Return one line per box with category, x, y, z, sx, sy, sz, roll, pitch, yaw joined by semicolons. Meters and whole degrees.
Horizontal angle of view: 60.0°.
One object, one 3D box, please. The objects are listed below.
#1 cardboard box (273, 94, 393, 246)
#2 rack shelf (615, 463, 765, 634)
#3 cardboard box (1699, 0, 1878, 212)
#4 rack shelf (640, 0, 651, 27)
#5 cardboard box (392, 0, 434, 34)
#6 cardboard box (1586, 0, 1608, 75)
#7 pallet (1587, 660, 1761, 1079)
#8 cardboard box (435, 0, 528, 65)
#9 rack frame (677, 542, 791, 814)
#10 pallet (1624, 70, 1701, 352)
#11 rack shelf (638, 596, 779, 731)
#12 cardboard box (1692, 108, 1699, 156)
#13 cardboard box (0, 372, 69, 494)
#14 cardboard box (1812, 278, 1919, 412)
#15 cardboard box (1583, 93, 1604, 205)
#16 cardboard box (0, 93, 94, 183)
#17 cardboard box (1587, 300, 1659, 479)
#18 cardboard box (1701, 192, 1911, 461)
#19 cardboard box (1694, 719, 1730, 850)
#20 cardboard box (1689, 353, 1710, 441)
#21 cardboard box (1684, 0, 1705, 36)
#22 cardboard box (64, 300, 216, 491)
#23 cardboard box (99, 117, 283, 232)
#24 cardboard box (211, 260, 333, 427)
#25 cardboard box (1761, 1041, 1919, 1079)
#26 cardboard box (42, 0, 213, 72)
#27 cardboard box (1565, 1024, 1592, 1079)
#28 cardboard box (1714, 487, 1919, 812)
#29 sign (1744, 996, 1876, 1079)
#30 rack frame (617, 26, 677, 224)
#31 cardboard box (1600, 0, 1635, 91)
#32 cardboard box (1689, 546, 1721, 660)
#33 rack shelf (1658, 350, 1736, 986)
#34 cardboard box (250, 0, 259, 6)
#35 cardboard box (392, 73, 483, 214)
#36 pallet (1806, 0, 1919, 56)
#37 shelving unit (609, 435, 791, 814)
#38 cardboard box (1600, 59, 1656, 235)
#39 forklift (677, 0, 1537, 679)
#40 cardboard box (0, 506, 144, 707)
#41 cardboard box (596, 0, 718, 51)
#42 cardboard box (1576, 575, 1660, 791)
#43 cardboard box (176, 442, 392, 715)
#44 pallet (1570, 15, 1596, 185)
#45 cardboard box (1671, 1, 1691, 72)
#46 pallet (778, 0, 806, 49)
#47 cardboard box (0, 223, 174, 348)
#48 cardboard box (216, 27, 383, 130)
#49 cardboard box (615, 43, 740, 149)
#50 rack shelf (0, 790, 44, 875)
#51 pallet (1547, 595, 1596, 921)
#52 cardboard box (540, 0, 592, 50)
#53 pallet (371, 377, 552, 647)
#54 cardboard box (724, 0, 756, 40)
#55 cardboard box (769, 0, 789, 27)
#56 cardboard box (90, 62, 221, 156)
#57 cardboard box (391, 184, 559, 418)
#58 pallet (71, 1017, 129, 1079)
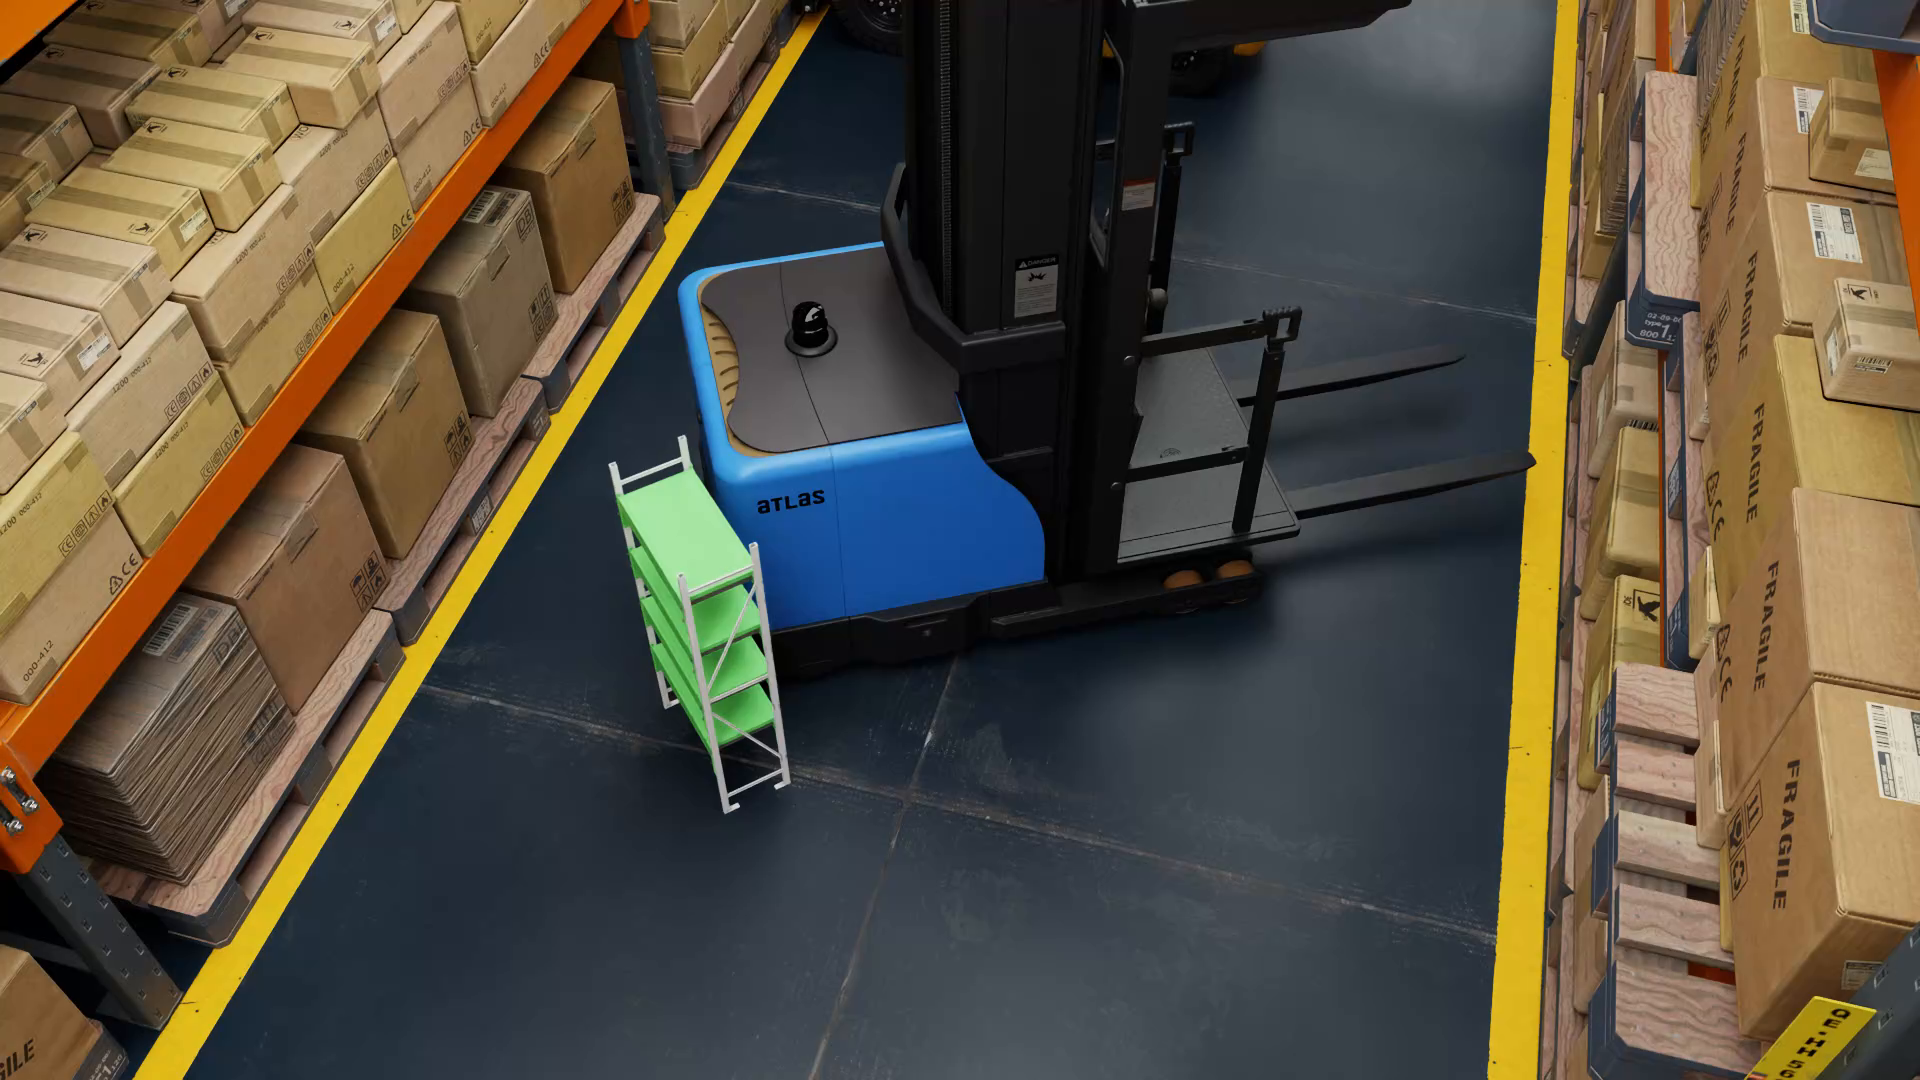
cardboard box;-2.094;-1.169;5.048;0.500;0.250;0.500;12;50;11
rack shelf;-0.794;0.019;4.878;0.258;0.148;0.480;-24;53;-19
cardboard box;2.466;-1.211;4.773;0.500;0.500;0.500;12;50;10
rack shelf;-1.266;-3.771;8.058;1.077;0.370;4.000;12;50;10
cardboard box;-1.904;-1.769;5.311;0.380;0.149;0.250;10;49;9
cardboard box;3.298;-2.414;7.934;0.500;0.250;0.500;15;50;13
pallet;2.030;0.834;3.641;1.213;0.211;1.003;12;50;10
cardboard box;-1.803;-1.899;5.692;0.500;0.250;0.500;10;49;9
rack frame;-0.671;0.453;5.050;0.240;1.200;0.015;-24;53;-19
pallet;2.656;-0.998;5.258;1.003;0.211;1.213;12;50;10
rack shelf;-0.794;0.337;5.238;0.258;0.148;0.480;-24;53;-19
cardboard box;2.547;-1.304;5.288;0.380;0.149;0.250;12;50;11
cardboard box;-2.408;-0.283;4.000;0.380;0.149;0.250;13;50;11
cardboard box;2.103;-0.417;3.639;0.380;0.149;0.250;9;49;8
cardboard box;3.024;-1.683;7.288;0.500;0.250;0.500;10;49;9
cardboard box;-2.740;-1.141;4.757;0.380;0.149;0.250;11;49;9
cardboard box;2.862;-0.475;6.142;0.950;0.372;0.625;12;50;11
cardboard box;2.198;-0.483;4.130;0.500;0.500;0.500;10;49;8
cardboard box;1.828;0.569;3.635;0.380;0.149;0.250;11;50;10
cardboard box;2.177;-0.367;4.461;0.380;0.149;0.250;13;50;11
cardboard box;2.875;-2.088;5.827;0.500;0.500;0.500;10;49;9
cardboard box;-2.359;-0.420;4.387;0.500;0.250;0.500;13;50;11
cardboard box;-2.147;-1.025;4.655;0.380;0.149;0.250;13;50;11
cardboard box;-2.226;-0.629;4.905;0.500;0.250;0.500;10;49;9
cardboard box;1.804;0.968;3.282;0.380;0.149;0.250;13;50;11
cardboard box;-2.538;-1.505;5.078;0.380;0.149;0.250;12;50;10
cardboard box;2.103;1.631;4.282;0.950;0.372;0.625;9;49;7
cardboard box;1.922;0.277;3.460;0.500;0.500;0.500;11;49;9
sign;1.419;0.850;2.780;0.100;0.325;0.005;12;50;10
rack frame;-1.792;-2.563;6.511;1.000;3.000;0.127;12;50;10
cardboard box;3.160;-2.282;7.317;0.500;0.500;0.500;14;50;12
cardboard box;1.961;0.186;3.972;0.380;0.149;0.250;12;50;11
rack shelf;2.471;0.099;4.642;1.077;0.370;4.000;12;50;10
cardboard box;-2.416;-1.870;5.401;0.380;0.149;0.250;12;50;10
cardboard box;-1.959;-1.379;5.567;0.500;0.250;0.500;12;50;10
pallet;2.462;-1.340;3.557;1.213;0.211;1.003;12;50;10
shelving unit;-0.794;0.295;5.190;0.258;1.200;0.503;-24;53;-19
cardboard box;2.894;-1.544;6.666;0.500;0.500;0.500;11;49;10
forklift;0.605;-1.081;5.249;3.031;2.935;1.130;-10;49;-9
cardboard box;-2.492;0.107;4.255;0.500;0.250;0.500;12;50;10
cardboard box;-1.362;-2.411;7.264;0.500;0.250;0.500;11;49;9
cardboard box;2.495;0.549;5.238;0.950;0.372;0.625;13;50;11
cardboard box;-2.503;0.055;5.505;0.875;0.625;0.625;13;50;11
pallet;3.459;-2.041;7.911;1.003;0.211;1.213;12;50;10
cardboard box;2.788;-1.795;6.001;0.380;0.149;0.250;11;50;10
pallet;-1.223;-3.092;8.838;1.003;0.211;1.213;12;50;10
cardboard box;-2.308;-0.665;4.337;0.380;0.149;0.250;12;50;10
cardboard box;-1.970;-1.382;4.970;0.380;0.149;0.250;10;49;9
cardboard box;-1.345;-2.076;7.636;0.500;0.250;0.500;12;50;10
rack shelf;-3.371;2.015;2.951;1.077;0.370;4.000;12;50;10
pallet;2.475;0.786;5.416;1.003;0.211;1.213;12;50;10
cardboard box;-1.672;-2.097;6.200;0.500;0.250;0.500;13;50;11
pallet;-2.267;-0.214;6.298;1.003;0.211;1.213;12;50;10
cardboard box;-1.236;-2.611;7.774;0.500;0.250;0.500;11;50;10
cardboard box;-1.106;-2.821;8.293;0.500;0.250;0.500;12;50;11
cardboard box;-2.587;-1.259;5.127;0.500;0.250;0.500;11;49;9
cardboard box;-2.130;-0.976;6.415;0.875;0.625;0.625;11;50;10
pallet;-3.078;1.786;4.533;1.003;0.211;1.213;12;50;10
